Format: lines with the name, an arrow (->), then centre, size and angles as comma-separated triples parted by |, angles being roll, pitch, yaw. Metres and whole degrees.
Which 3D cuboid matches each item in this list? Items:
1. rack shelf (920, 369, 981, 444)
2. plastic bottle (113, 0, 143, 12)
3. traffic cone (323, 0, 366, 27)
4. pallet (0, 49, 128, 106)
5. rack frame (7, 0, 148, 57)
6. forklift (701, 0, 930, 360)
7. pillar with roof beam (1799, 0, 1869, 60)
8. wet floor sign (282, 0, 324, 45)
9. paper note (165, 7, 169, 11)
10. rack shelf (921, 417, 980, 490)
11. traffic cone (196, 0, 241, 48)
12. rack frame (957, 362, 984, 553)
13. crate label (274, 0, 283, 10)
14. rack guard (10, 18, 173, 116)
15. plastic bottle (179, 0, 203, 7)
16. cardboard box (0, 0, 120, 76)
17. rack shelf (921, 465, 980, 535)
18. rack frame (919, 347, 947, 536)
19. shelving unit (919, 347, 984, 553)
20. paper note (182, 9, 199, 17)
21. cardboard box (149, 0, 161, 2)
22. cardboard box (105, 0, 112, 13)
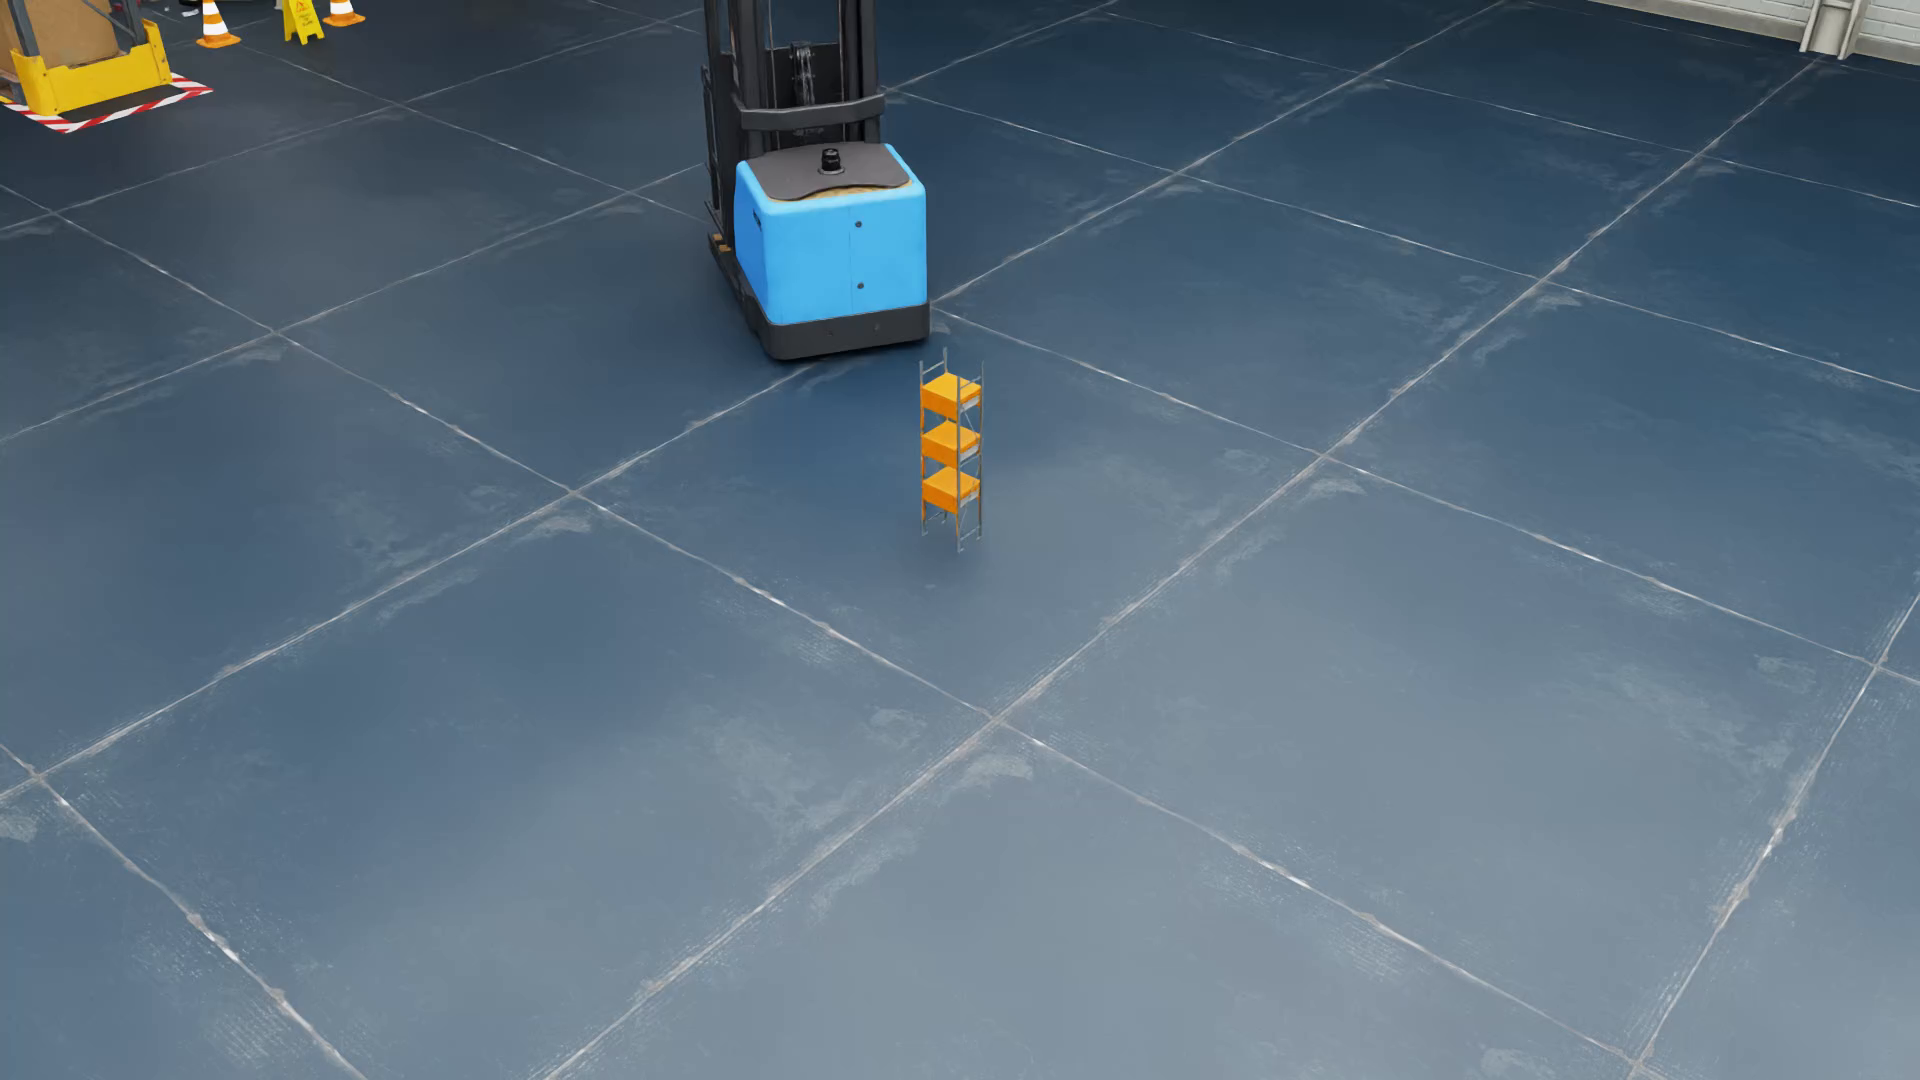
rack shelf -> -0.041, -0.677, 8.409 | 0.240, 0.259, 0.215 | 25, 42, 32
plastic bottle -> -8.266, -5.328, 16.536 | 0.133, 0.061, 0.283 | 12, 36, 16
traffic cone -> -6.001, -5.256, 16.077 | 0.334, 0.463, 0.336 | 25, 42, 32
pallet -> -8.150, -4.229, 14.804 | 1.213, 0.211, 1.003 | 25, 42, 32
rack frame -> -7.486, -5.123, 13.643 | 0.127, 3.000, 1.000 | 25, 42, 32
forklift -> -1.137, -3.160, 10.845 | 1.130, 2.935, 3.031 | -11, 36, -15
pillar with roof beam -> 5.286, -6.372, 10.162 | 0.400, 9.000, 9.100 | 25, 42, 32
wet floor sign -> -6.197, -5.004, 15.548 | 0.232, 0.644, 0.267 | 18, 38, 24
paper note -> -7.864, -5.262, 16.486 | 0.032, 0.001, 0.123 | -12, 36, -17
rack shelf -> -0.041, -0.443, 8.569 | 0.240, 0.259, 0.215 | 25, 42, 32
traffic cone -> -6.985, -4.888, 15.540 | 0.334, 0.463, 0.336 | 25, 42, 32
rack frame -> 0.053, -0.408, 8.499 | 0.008, 1.050, 0.200 | 25, 42, 32
crate label -> -6.645, -5.380, 16.545 | 0.298, 0.136, 0.250 | 6, 35, 8
rack guard -> -7.467, -4.084, 14.337 | 0.348, 0.500, 1.175 | 25, 42, 32
plastic bottle -> -7.704, -5.386, 16.621 | 0.283, 0.061, 0.133 | 12, 36, 16
cardboard box -> -8.049, -4.637, 14.441 | 0.875, 0.875, 0.875 | 26, 42, 32
rack shelf -> -0.041, -0.214, 8.727 | 0.240, 0.259, 0.215 | 25, 42, 32
rack frame -> -0.135, -0.496, 8.628 | 0.008, 1.050, 0.200 | 25, 42, 32
shelving unit -> -0.041, -0.452, 8.563 | 0.252, 1.050, 0.215 | 25, 42, 32
paper note -> -7.573, -5.190, 16.364 | 0.144, 0.017, 0.142 | -18, 38, -25
cardboard box -> -8.061, -5.624, 16.786 | 0.396, 0.266, 0.258 | -26, 42, -32
cardboard box -> -8.710, -5.427, 16.291 | 0.500, 0.500, 0.500 | -26, 42, -32
